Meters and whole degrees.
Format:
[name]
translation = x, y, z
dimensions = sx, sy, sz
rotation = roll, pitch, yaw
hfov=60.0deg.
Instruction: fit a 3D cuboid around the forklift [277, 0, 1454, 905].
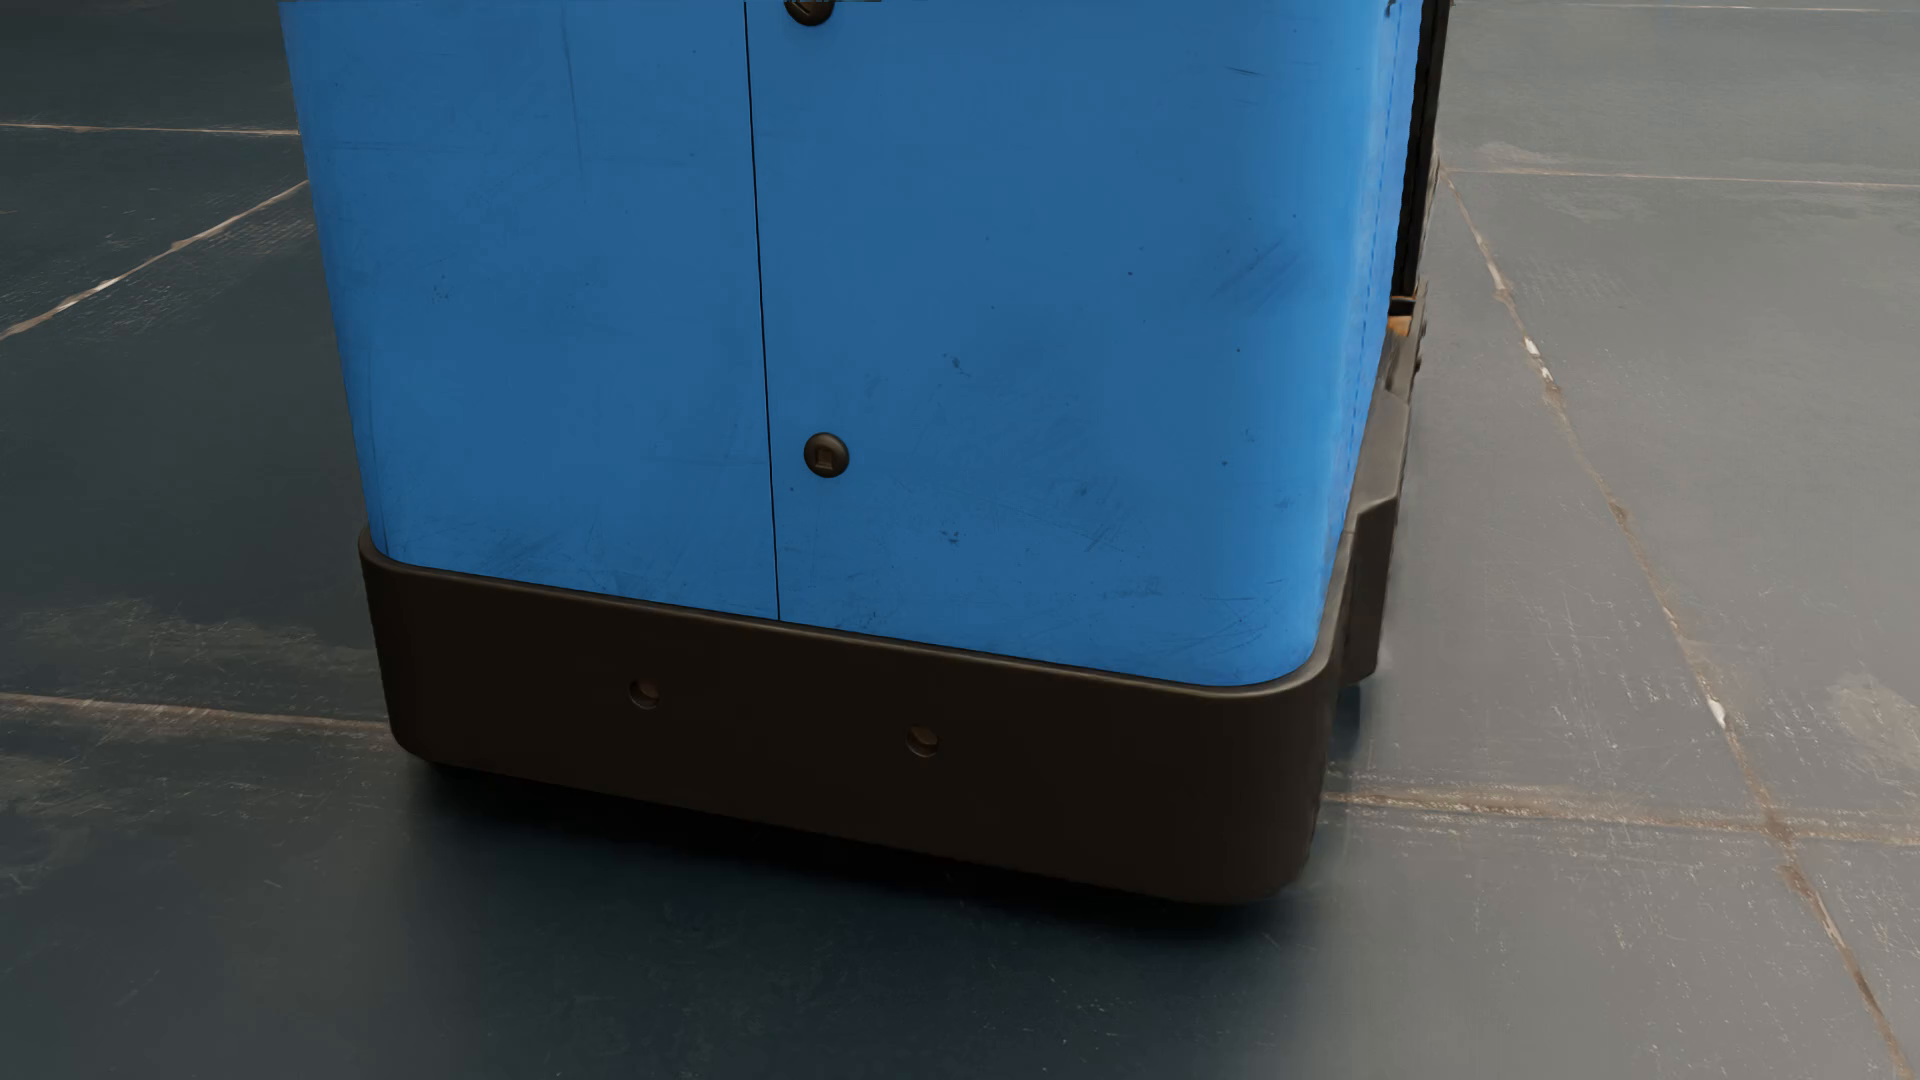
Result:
[forklift]
translation = 0.258, -1.593, 2.411
dimensions = 1.130, 2.935, 3.031
rotation = 8, 28, 15
